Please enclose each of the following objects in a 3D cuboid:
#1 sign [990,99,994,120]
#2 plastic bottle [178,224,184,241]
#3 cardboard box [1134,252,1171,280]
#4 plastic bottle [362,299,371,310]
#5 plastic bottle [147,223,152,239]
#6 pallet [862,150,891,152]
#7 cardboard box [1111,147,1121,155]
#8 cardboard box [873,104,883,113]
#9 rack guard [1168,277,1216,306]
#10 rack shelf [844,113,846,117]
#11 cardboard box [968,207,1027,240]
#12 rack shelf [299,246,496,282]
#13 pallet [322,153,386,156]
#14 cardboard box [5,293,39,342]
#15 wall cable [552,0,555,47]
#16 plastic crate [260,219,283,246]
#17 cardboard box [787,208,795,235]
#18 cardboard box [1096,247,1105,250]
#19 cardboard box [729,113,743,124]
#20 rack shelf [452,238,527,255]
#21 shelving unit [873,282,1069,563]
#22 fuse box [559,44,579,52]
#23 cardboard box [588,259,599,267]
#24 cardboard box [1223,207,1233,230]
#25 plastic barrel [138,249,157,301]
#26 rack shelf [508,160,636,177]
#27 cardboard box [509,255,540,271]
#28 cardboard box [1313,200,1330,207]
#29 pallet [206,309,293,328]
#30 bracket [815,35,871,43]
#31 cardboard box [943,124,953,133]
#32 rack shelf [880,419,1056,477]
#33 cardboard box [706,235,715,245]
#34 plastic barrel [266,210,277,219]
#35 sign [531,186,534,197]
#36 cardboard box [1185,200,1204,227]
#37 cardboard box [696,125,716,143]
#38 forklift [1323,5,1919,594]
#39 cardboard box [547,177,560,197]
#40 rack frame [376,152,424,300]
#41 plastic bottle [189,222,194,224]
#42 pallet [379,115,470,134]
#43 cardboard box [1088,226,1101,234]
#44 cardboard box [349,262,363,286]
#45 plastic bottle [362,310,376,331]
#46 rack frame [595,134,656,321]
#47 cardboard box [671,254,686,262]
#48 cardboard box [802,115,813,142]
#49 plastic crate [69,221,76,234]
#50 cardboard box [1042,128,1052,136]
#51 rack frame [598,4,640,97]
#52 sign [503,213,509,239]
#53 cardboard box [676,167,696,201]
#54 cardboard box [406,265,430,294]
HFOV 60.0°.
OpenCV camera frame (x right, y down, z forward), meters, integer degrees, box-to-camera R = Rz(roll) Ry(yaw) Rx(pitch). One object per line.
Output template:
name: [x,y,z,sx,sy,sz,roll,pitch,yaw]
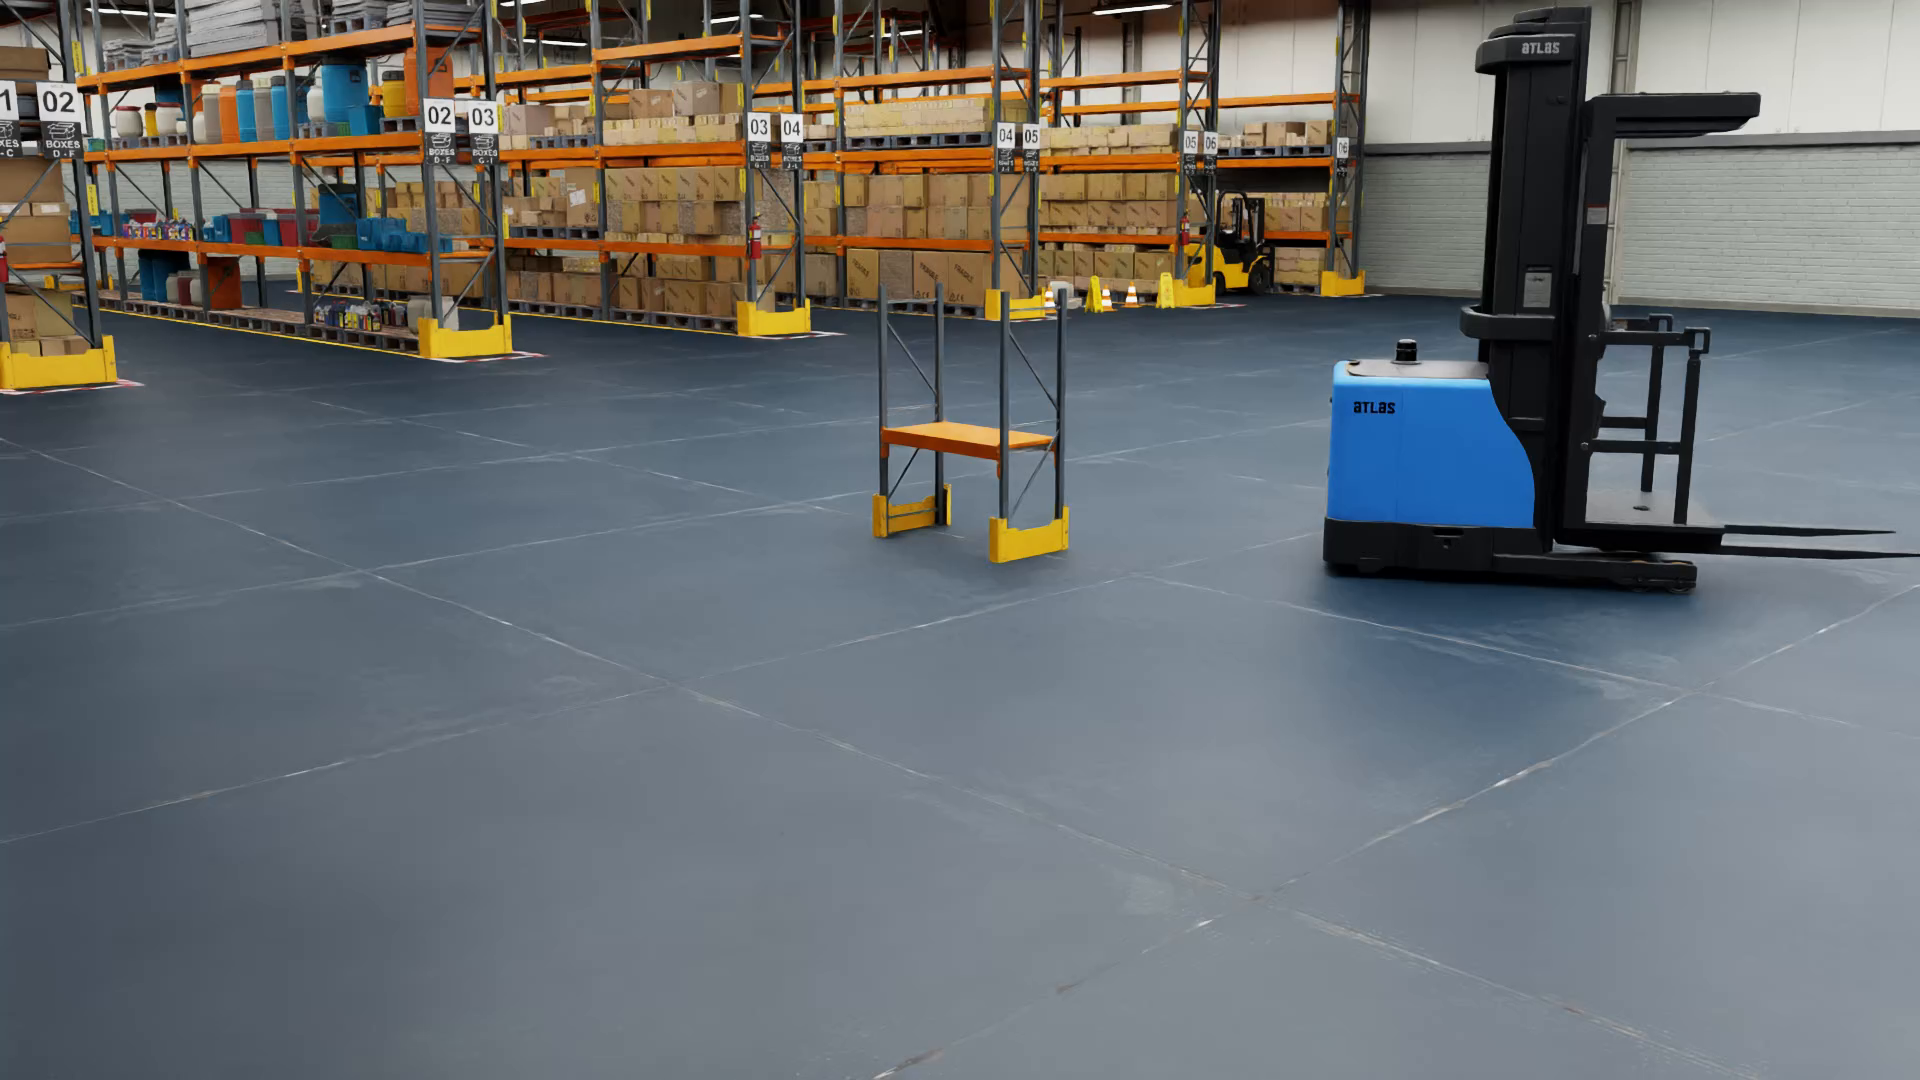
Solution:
sign: [0.523,-7.026,27.149,0.100,0.325,0.005,-11,16,-43]
plastic bottle: [-12.787,-5.055,27.330,0.097,0.271,0.097,0,12,0]
cardboard box: [3.694,-5.247,31.860,0.500,0.500,0.500,-11,16,-42]
plastic bottle: [-8.528,-3.297,23.955,0.144,0.351,0.185,-11,16,-43]
plastic bottle: [-13.757,-5.270,28.364,0.152,0.276,0.135,-11,16,-43]
pallet: [-1.572,-8.571,37.114,1.213,0.211,1.003,-10,15,-40]
cardboard box: [3.123,-7.490,32.022,0.250,0.149,0.380,11,16,44]
cardboard box: [-1.304,-7.599,29.287,0.380,0.149,0.250,-11,16,-43]
rack guard: [4.383,-4.727,31.616,1.175,0.500,0.348,-11,16,-43]
rack shelf: [-1.645,-11.260,44.055,1.077,0.370,4.000,-11,16,-43]
cardboard box: [0.636,-5.357,28.107,0.875,0.550,0.550,-11,16,-43]
rack shelf: [-7.695,-3.809,22.746,1.077,0.370,4.000,-11,16,-43]
pallet: [-12.415,-8.035,34.264,1.003,0.211,1.213,-11,16,-43]
cardboard box: [-10.485,-2.442,18.247,0.500,0.500,0.500,-11,16,-43]
wall cable: [-11.863,-14.727,44.223,2.355,3.000,0.029,-11,16,-43]
plastic crate: [-10.063,-4.563,24.663,0.392,0.384,0.575,-11,16,-43]
cardboard box: [-3.089,-6.055,31.618,0.500,0.500,0.500,-11,16,-42]
cardboard box: [3.376,-6.655,39.625,0.875,0.625,0.625,-10,15,-41]
cardboard box: [-3.149,-6.147,24.265,0.380,0.149,0.250,-11,16,-43]
rack shelf: [-9.638,-5.666,31.763,1.077,0.370,4.000,-11,16,-43]
shelving unit: [0.053,-0.723,9.706,0.587,1.500,1.083,-11,16,-43]
fuse box: [-10.689,-13.561,45.504,0.513,0.334,0.176,-11,16,-43]
cardboard box: [-8.001,-6.135,36.806,0.380,0.149,0.250,-11,16,-42]
cardboard box: [6.100,-7.017,36.287,0.500,0.500,0.500,-11,16,-43]
plastic barrel: [-14.238,-4.716,29.530,0.600,0.901,0.708,-11,16,-43]
rack shelf: [-8.743,-8.396,37.577,1.077,0.370,4.000,-11,16,-43]
cardboard box: [-7.772,-4.992,29.952,0.500,0.250,0.500,-10,15,-40]
cardboard box: [7.581,-7.011,34.650,0.380,0.149,0.250,-11,16,-42]
pallet: [-11.332,-3.552,26.630,1.003,0.211,1.213,-11,16,-43]
bracket: [-2.416,-13.699,45.184,0.076,0.066,4.783,-11,16,-43]
cardboard box: [-0.075,-6.949,28.107,0.380,0.149,0.250,-11,16,-42]
rack shelf: [0.059,-0.546,9.736,0.538,0.185,1.000,-11,16,-43]
cardboard box: [-3.622,-4.553,25.202,0.380,0.149,0.250,-11,16,-43]
plastic barrel: [-10.683,-4.909,26.030,0.421,0.512,0.421,0,12,0]
sign: [-7.871,-6.332,30.539,0.100,0.325,0.005,-11,16,-43]
cardboard box: [4.309,-6.243,31.793,0.500,0.500,0.500,-11,16,-43]
cardboard box: [-3.595,-6.062,24.841,0.500,0.250,0.500,-11,16,-42]
forklift: [3.542,-1.275,8.835,3.031,2.935,1.130,3,12,12]
cardboard box: [-8.955,-7.927,37.490,0.500,0.500,0.500,11,16,43]
rack frame: [-11.019,-6.310,33.108,1.000,3.000,0.127,-11,16,-43]
plastic bottle: [-13.402,-5.400,28.998,0.152,0.276,0.135,-11,16,-43]
pallet: [-6.815,-5.380,21.626,1.003,0.211,1.213,-11,16,-43]
cardboard box: [2.730,-6.089,32.657,0.380,0.149,0.250,-11,16,-43]
cardboard box: [-12.038,-5.714,34.439,0.875,0.875,0.875,-11,16,-43]
plastic bottle: [-8.054,-2.998,22.689,0.152,0.276,0.135,-11,16,-42]
rack frame: [-5.494,-5.143,27.441,1.000,3.000,0.127,-11,16,-43]
cardboard box: [-5.618,-5.887,34.349,0.500,0.250,0.500,-11,16,-42]
cardboard box: [-3.196,-7.961,32.150,0.500,0.500,0.500,-11,16,-43]
plastic crate: [-16.522,-5.877,31.272,0.416,0.233,0.300,-11,16,-43]
cardboard box: [1.855,-8.135,33.177,0.380,0.149,0.250,-10,15,-41]
rack frame: [-7.362,-9.925,35.785,1.000,3.000,0.127,-11,16,-43]
sign: [-5.913,-4.081,21.598,0.100,0.325,0.005,-11,16,-43]
cardboard box: [-3.983,-5.435,25.395,0.500,0.500,0.500,-11,16,-43]
cardboard box: [-9.945,-5.255,32.207,0.875,0.875,1.225,11,16,43]
